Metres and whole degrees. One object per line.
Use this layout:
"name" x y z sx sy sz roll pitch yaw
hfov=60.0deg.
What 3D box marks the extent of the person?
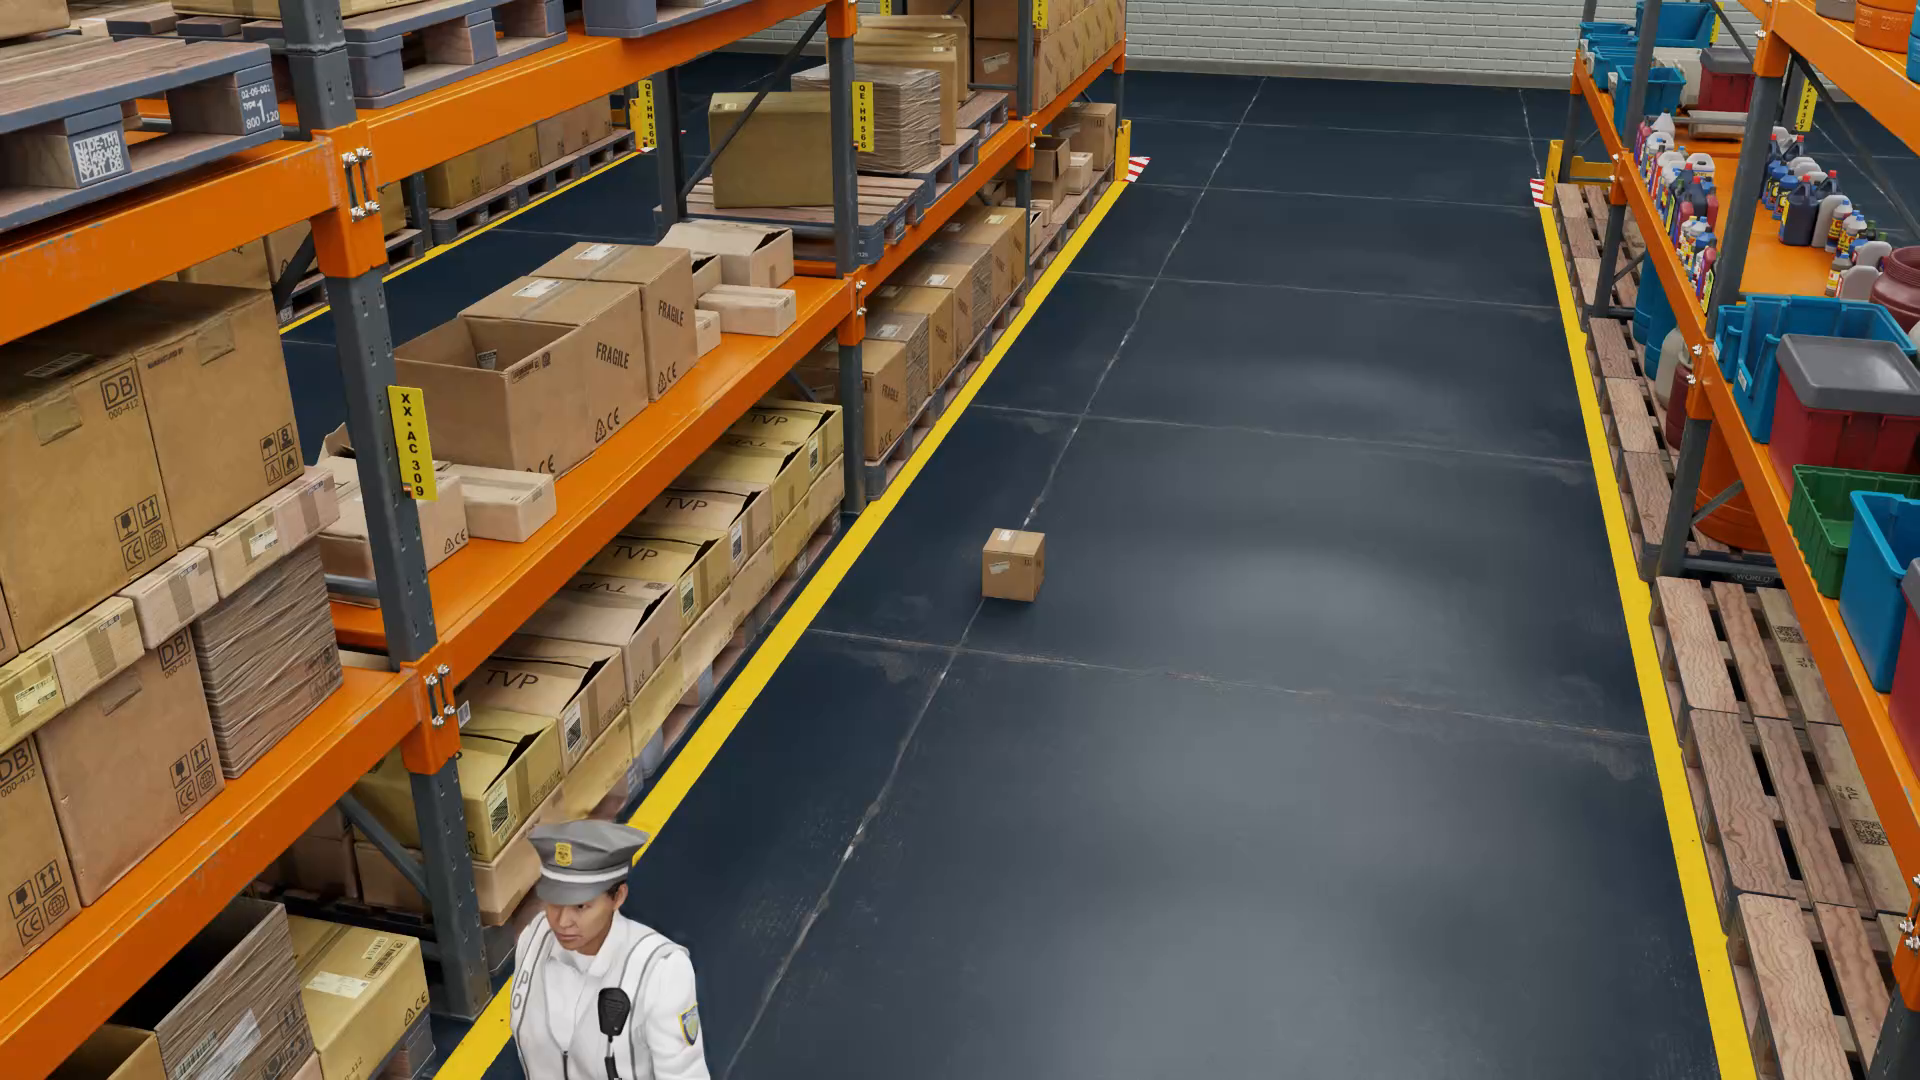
"person" -0.784 1.355 3.703 0.505 1.630 0.978 6 26 12
